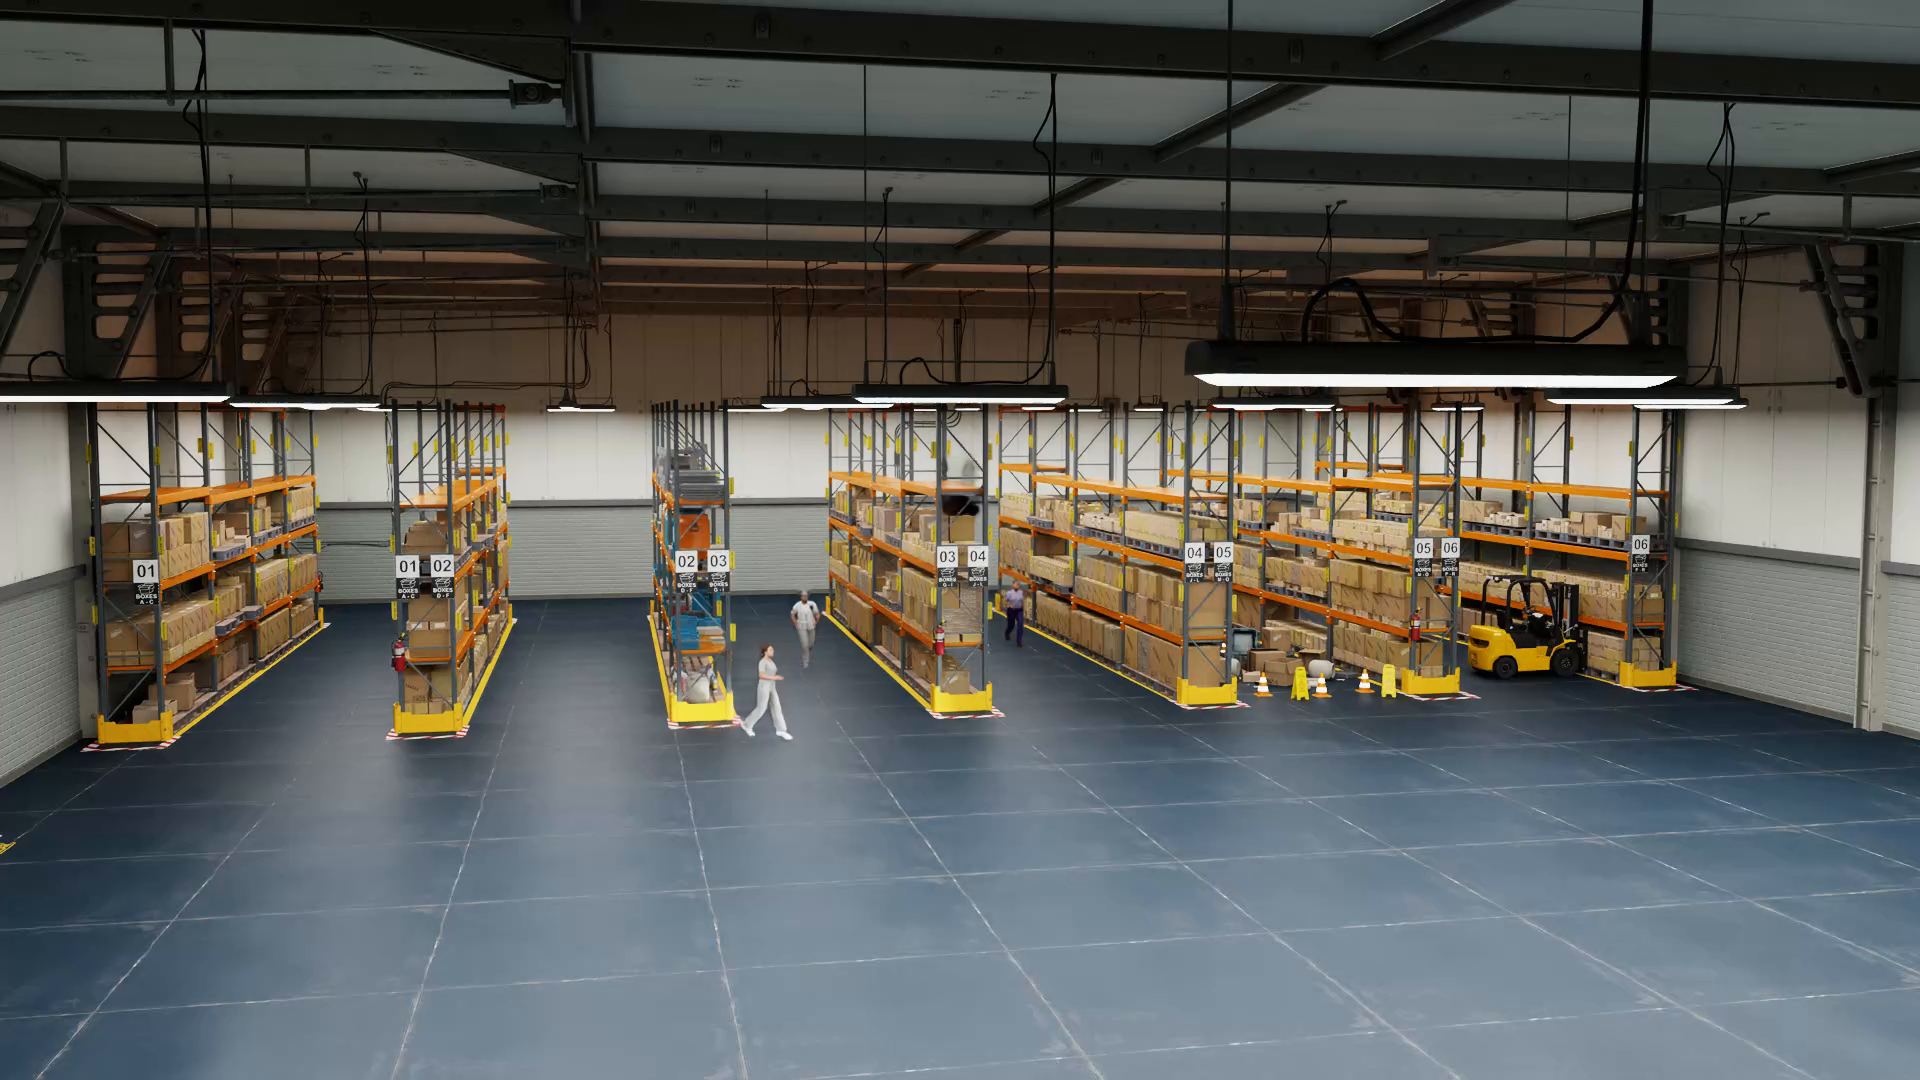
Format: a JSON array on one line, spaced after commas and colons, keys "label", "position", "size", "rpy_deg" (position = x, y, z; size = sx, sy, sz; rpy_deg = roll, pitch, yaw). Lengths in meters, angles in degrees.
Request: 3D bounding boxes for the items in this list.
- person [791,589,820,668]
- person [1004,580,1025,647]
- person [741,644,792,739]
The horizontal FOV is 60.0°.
[{"label": "person", "position": [-3.516, 2.002, 37.906], "size": [0.657, 1.775, 0.698], "rpy_deg": [-1, 4, -15]}, {"label": "person", "position": [1.354, 1.801, 41.270], "size": [0.592, 1.638, 0.886], "rpy_deg": [-1, 4, -15]}, {"label": "person", "position": [-3.414, 2.657, 29.282], "size": [0.926, 1.687, 0.580], "rpy_deg": [1, 5, 17]}]
